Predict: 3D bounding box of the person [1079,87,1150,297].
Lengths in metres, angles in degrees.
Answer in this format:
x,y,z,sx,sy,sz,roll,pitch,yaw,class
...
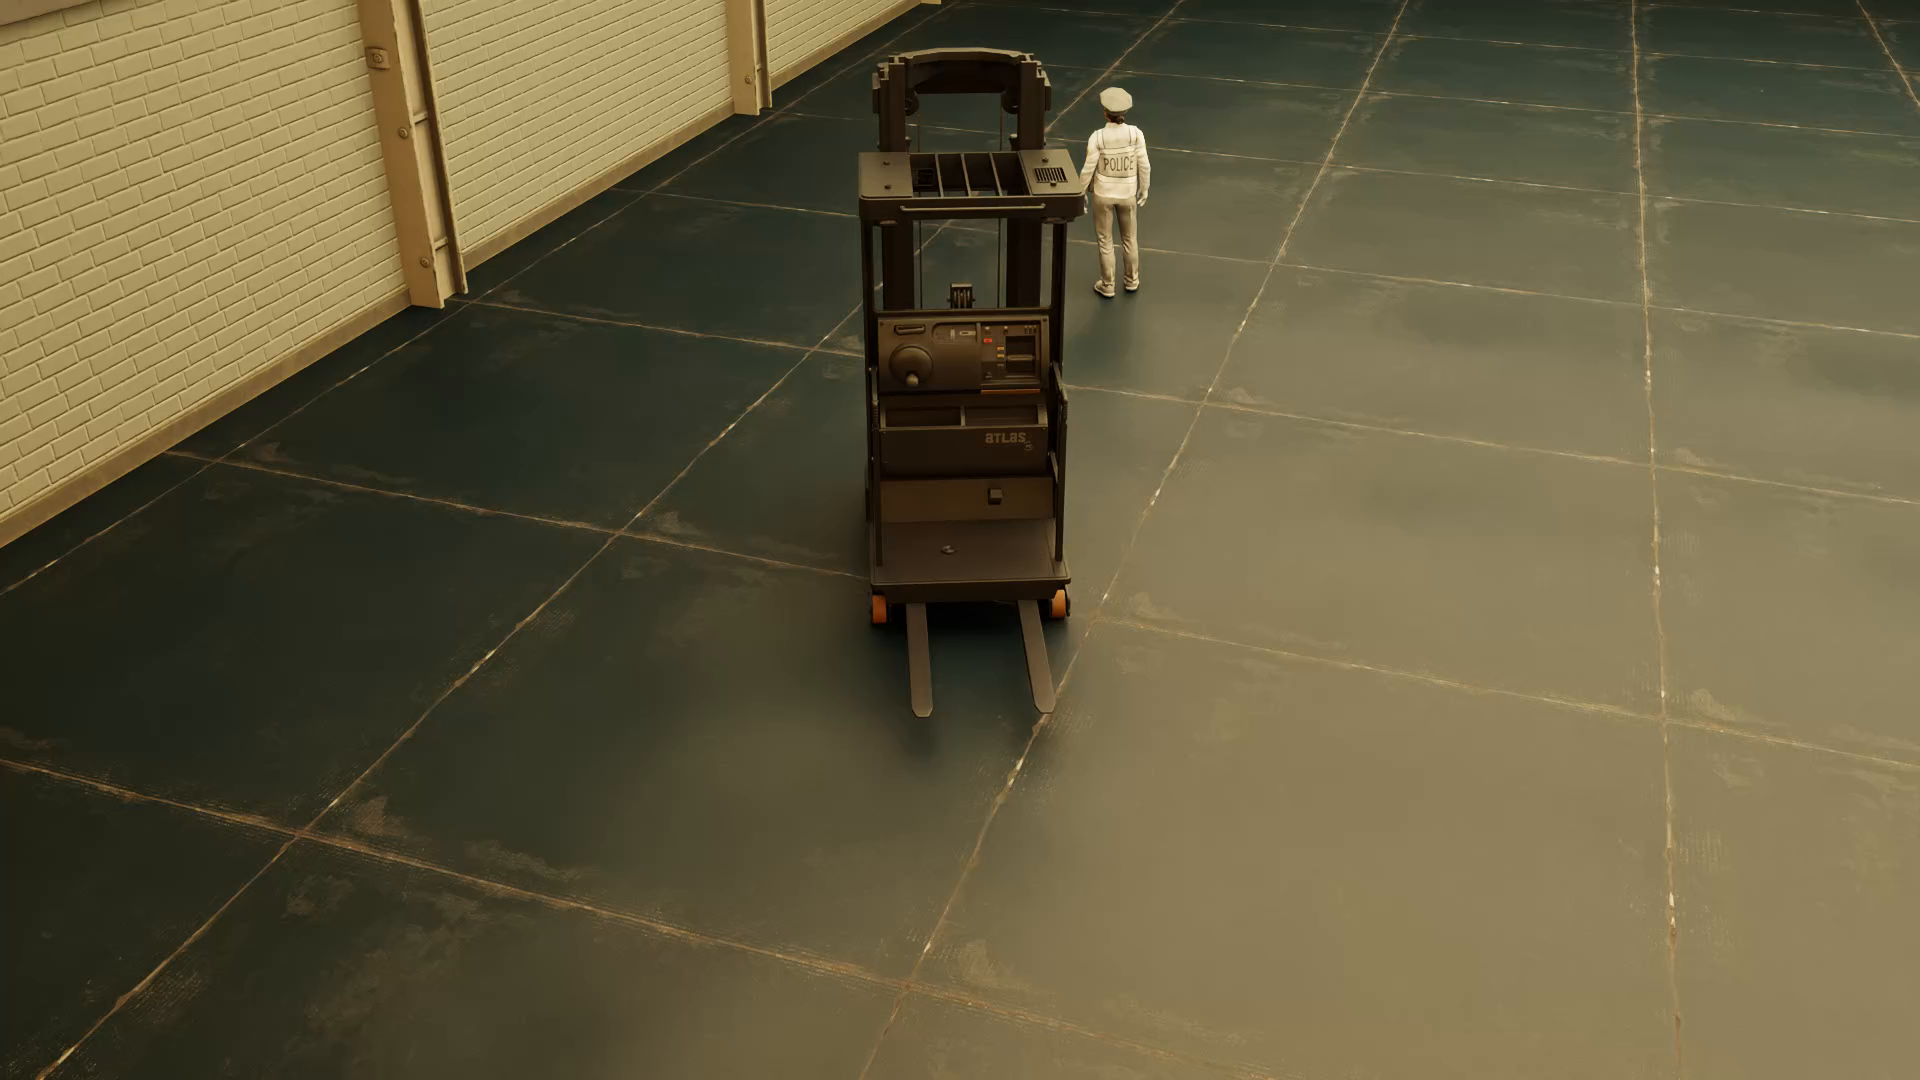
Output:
x,y,z,sx,sy,sz,roll,pitch,yaw,class
1.213,-2.765,13.222,0.588,1.696,0.532,-3,30,-5,person

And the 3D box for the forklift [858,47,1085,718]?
x,y,z,sx,sy,sz,roll,pitch,yaw,class
0.035,-0.972,8.842,1.130,2.935,3.031,-2,30,-3,forklift
